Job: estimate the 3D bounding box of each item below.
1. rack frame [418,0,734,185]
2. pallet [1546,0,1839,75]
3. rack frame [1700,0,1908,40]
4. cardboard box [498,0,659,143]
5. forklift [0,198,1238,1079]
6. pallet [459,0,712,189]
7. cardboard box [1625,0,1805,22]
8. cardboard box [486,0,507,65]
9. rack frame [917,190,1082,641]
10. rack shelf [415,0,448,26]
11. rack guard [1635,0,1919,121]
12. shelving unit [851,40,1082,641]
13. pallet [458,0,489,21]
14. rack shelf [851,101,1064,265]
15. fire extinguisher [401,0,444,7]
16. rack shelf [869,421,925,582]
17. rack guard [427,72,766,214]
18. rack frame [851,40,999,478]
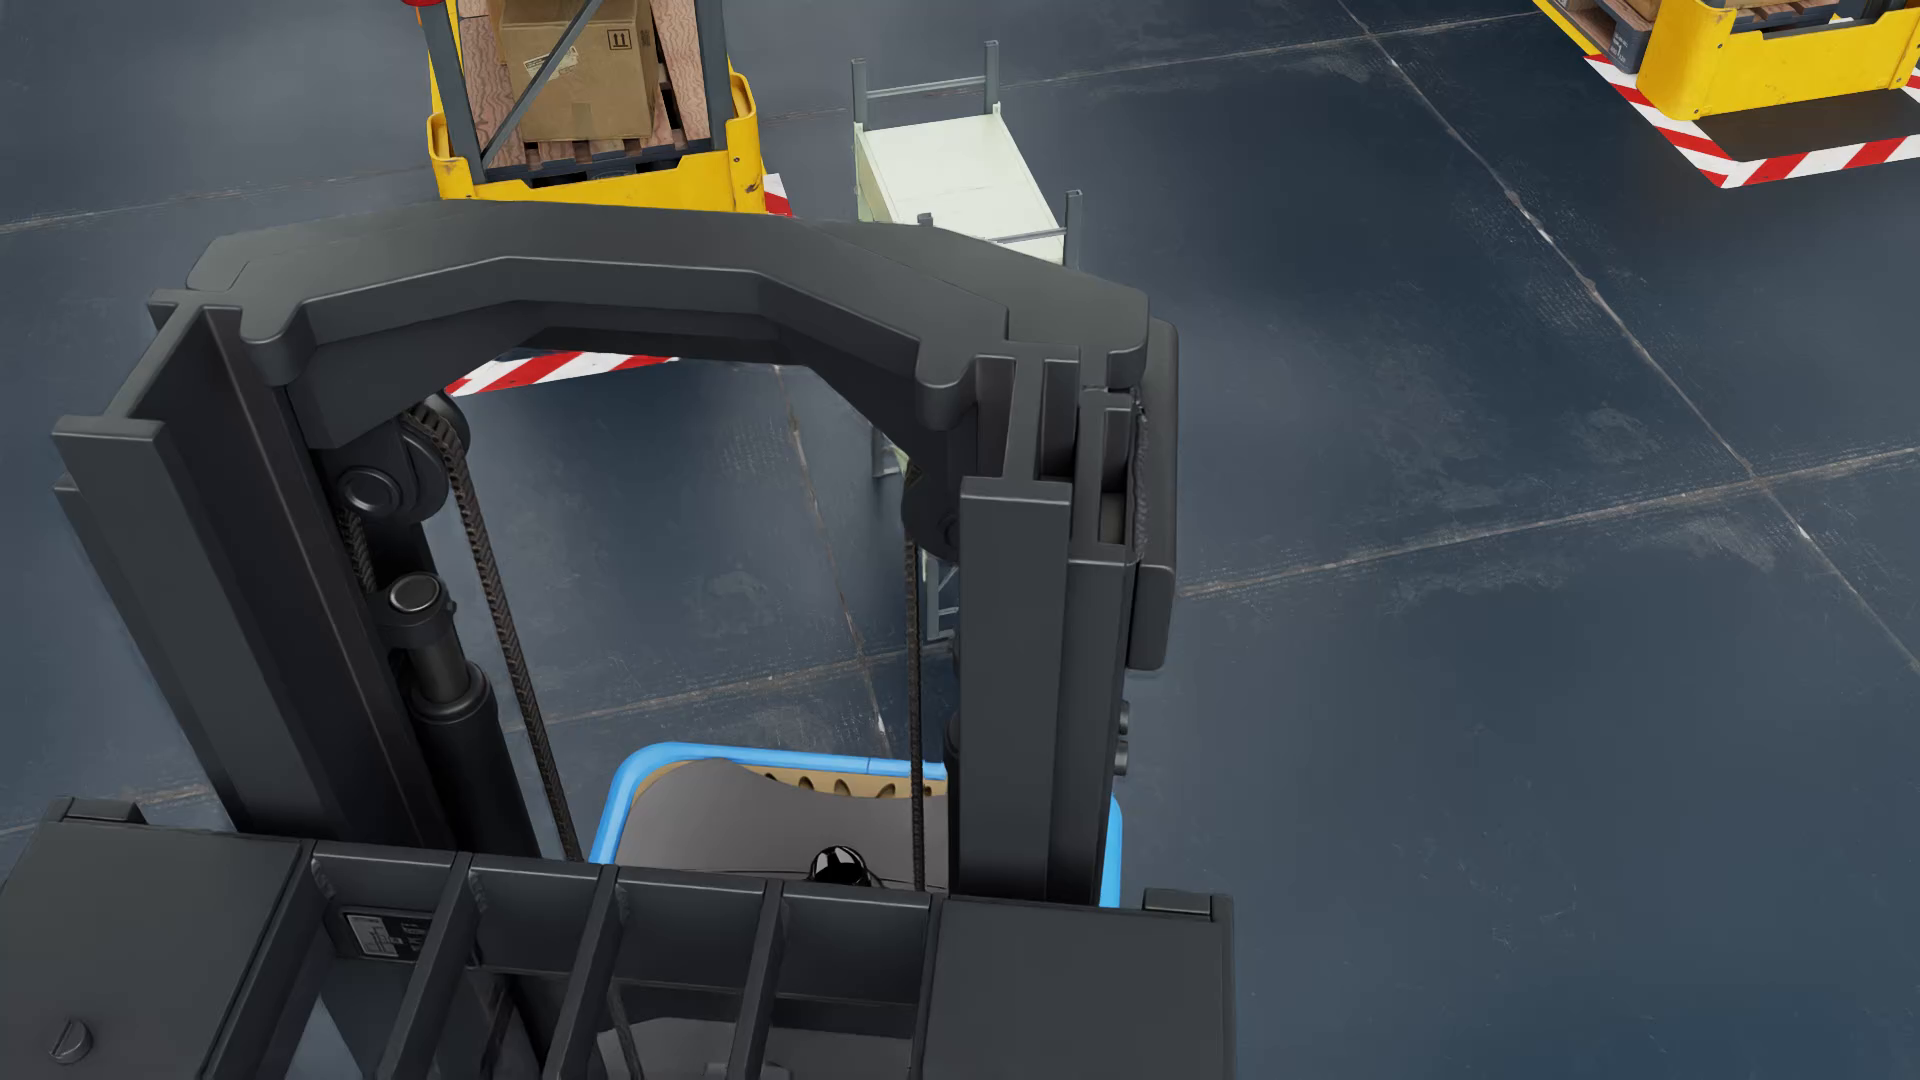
[{"bbox_3d":[-1.323,-2.201,5.307,1.000,3.000,0.127,-11,47,-10],"label":"rack frame"},{"bbox_3d":[3.217,-2.600,7.650,1.003,0.211,1.213,-11,47,-10],"label":"pallet"},{"bbox_3d":[3.497,-3.038,6.127,1.000,3.000,0.127,-11,47,-10],"label":"rack frame"},{"bbox_3d":[-1.467,-1.907,6.475,0.500,0.500,0.500,-3,46,-3],"label":"cardboard box"},{"bbox_3d":[-0.328,1.210,2.012,1.130,2.935,3.031,4,46,4],"label":"forklift"},{"bbox_3d":[-1.516,-1.845,6.910,1.003,0.211,1.213,-11,47,-10],"label":"pallet"},{"bbox_3d":[3.260,-2.897,7.183,0.875,0.875,0.875,-10,47,-10],"label":"cardboard box"},{"bbox_3d":[-1.653,-2.314,6.873,0.500,0.500,0.500,0,46,0],"label":"cardboard box"},{"bbox_3d":[0.095,-0.268,4.462,0.400,1.500,0.023,-11,47,-10],"label":"rack frame"},{"bbox_3d":[-1.835,-3.330,6.917,1.077,0.370,4.000,-11,47,-10],"label":"rack shelf"},{"bbox_3d":[3.504,-2.147,7.004,1.175,0.500,0.348,-11,47,-10],"label":"rack guard"},{"bbox_3d":[0.002,-0.520,4.710,0.431,1.500,0.755,-11,47,-10],"label":"shelving unit"},{"bbox_3d":[-1.825,-2.685,7.734,1.003,0.211,1.213,-11,47,-10],"label":"pallet"},{"bbox_3d":[0.002,-0.793,4.431,0.431,0.370,0.720,-11,47,-10],"label":"rack shelf"},{"bbox_3d":[-1.739,-2.011,5.174,0.296,0.674,0.183,-11,47,-10],"label":"fire extinguisher"},{"bbox_3d":[0.002,-0.292,4.943,0.431,0.370,0.720,-11,47,-10],"label":"rack shelf"},{"bbox_3d":[-1.343,-1.379,6.251,1.175,0.500,0.348,-11,47,-10],"label":"rack guard"},{"bbox_3d":[-0.092,-0.773,4.957,0.400,1.500,0.023,-11,47,-10],"label":"rack frame"}]
